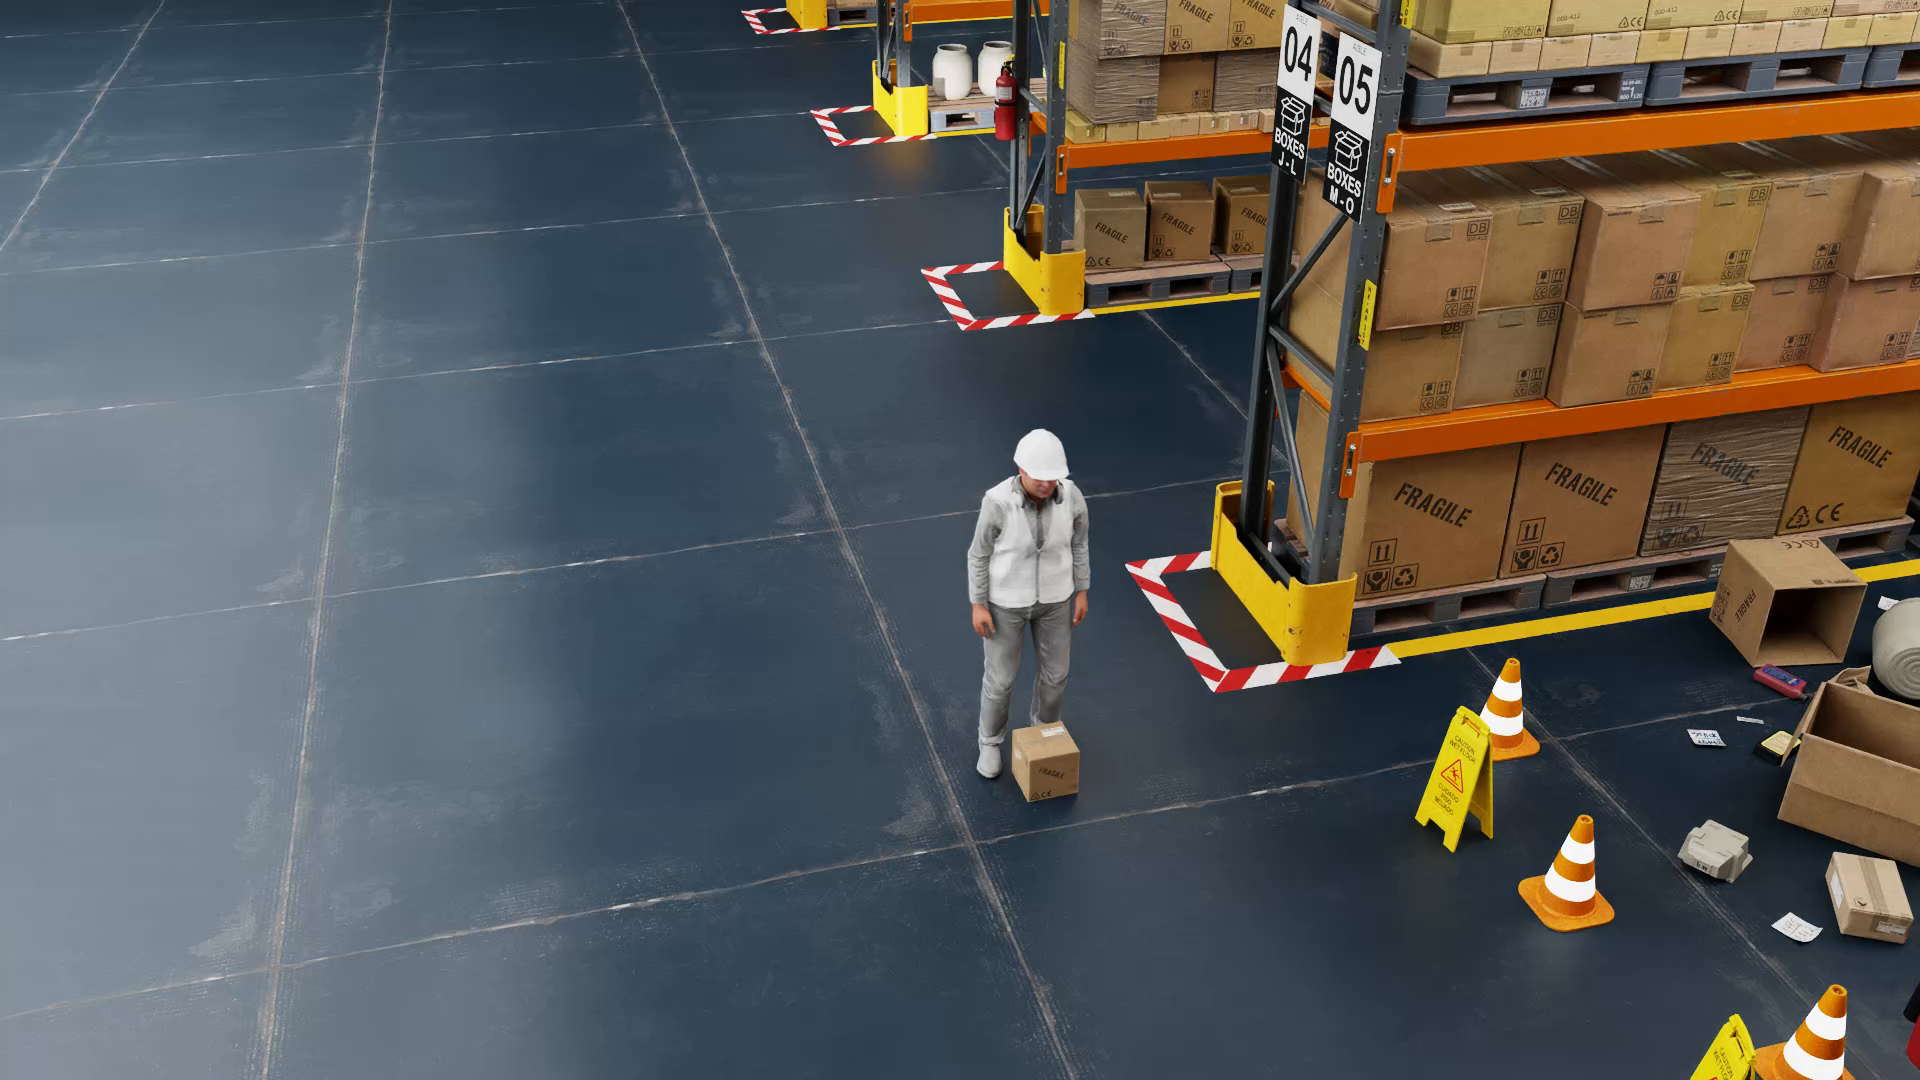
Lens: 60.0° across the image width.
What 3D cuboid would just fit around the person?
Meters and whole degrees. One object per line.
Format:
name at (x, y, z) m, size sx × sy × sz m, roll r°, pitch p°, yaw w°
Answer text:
person at (0.318, 0.272, 7.743) m, size 0.571 × 1.771 × 0.461 m, roll -8°, pitch 31°, yaw -13°
